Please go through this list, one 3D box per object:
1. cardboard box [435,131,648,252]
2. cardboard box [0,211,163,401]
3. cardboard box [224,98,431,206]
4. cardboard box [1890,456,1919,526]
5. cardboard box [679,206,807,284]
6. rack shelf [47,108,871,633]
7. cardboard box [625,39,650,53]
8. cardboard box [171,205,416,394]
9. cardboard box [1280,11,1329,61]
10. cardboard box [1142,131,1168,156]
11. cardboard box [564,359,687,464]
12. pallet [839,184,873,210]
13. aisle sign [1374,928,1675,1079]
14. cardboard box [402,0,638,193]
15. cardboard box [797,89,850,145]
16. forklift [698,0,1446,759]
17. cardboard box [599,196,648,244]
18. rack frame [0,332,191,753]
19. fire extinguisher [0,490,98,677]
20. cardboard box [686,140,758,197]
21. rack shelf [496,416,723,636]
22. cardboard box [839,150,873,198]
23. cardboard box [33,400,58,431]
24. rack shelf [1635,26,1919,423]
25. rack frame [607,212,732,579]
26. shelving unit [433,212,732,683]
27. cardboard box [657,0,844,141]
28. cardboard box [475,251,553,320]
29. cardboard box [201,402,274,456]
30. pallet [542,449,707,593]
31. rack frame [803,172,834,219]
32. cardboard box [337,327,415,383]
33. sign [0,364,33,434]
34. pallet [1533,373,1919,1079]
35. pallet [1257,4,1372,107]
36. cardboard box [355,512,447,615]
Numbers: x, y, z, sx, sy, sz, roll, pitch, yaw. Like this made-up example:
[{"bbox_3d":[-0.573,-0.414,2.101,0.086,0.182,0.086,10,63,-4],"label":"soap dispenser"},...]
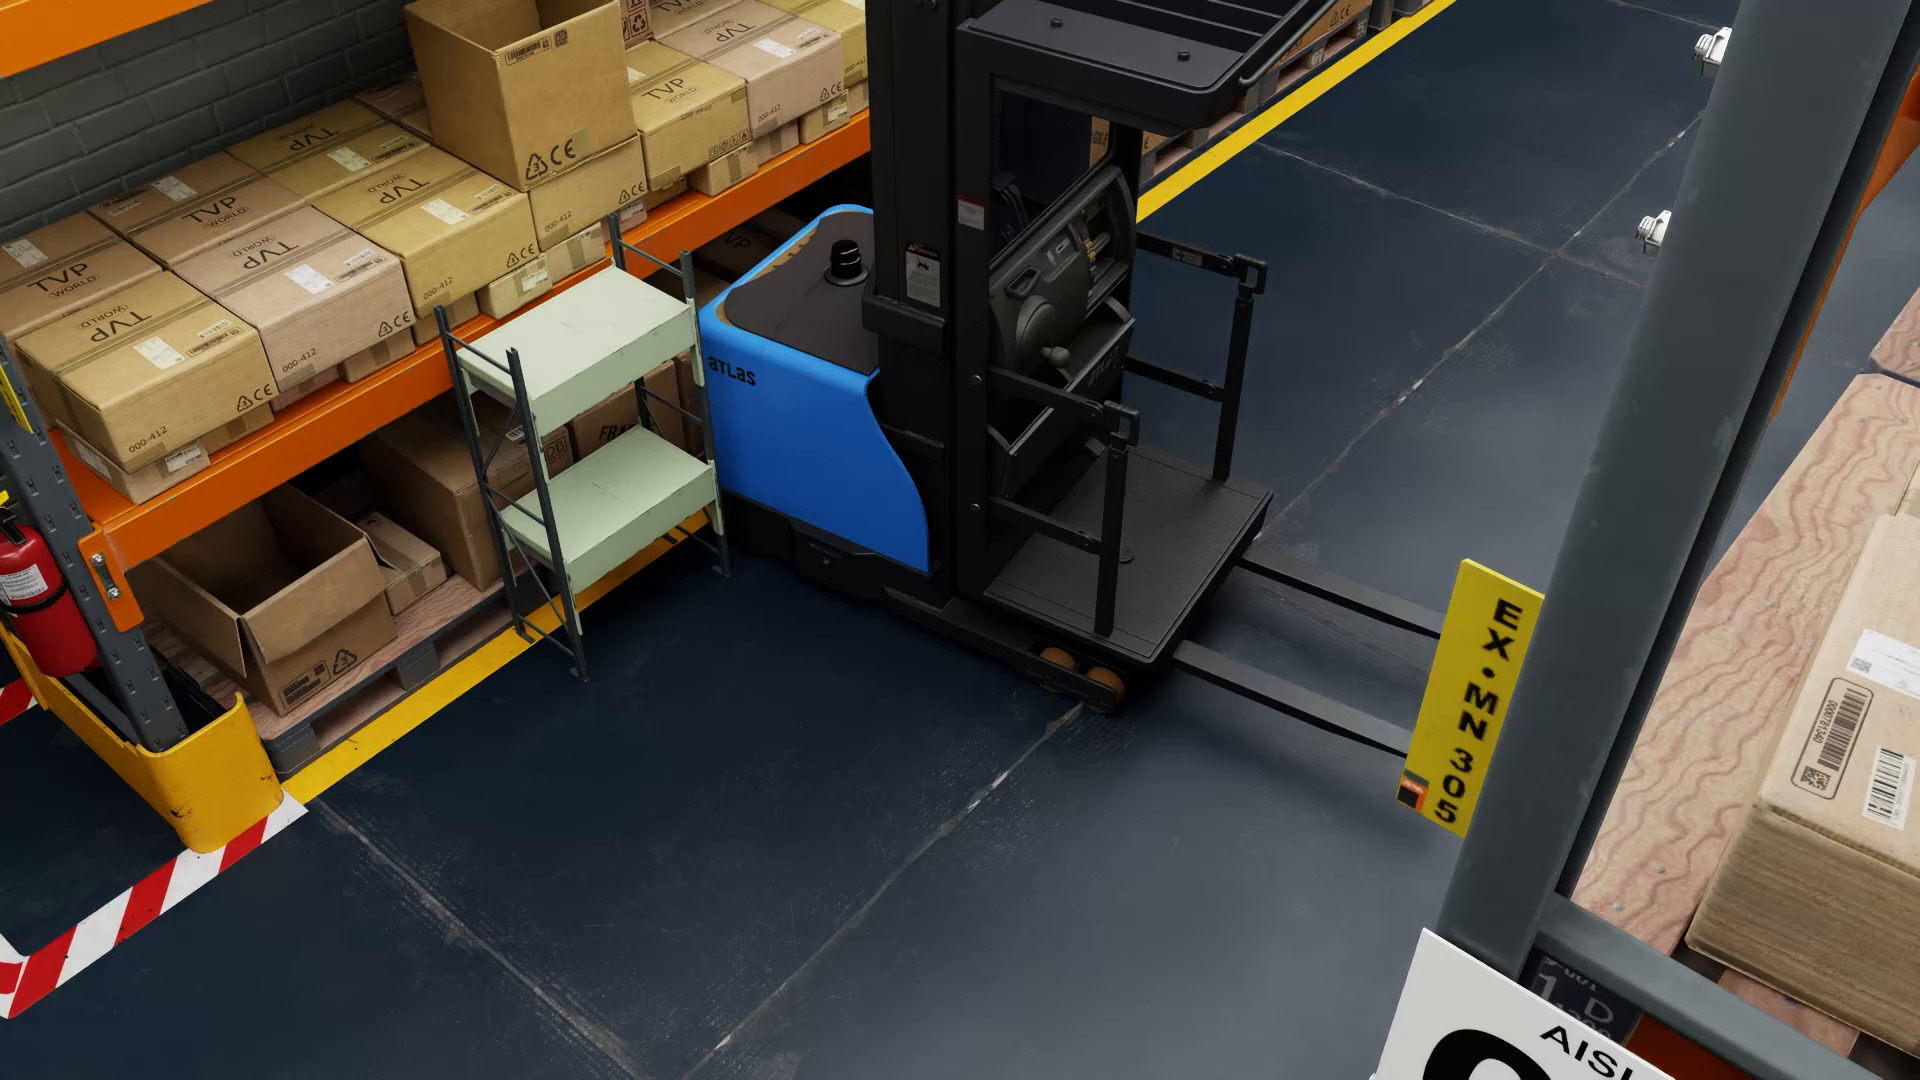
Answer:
[{"bbox_3d":[-1.465,-1.305,5.846,0.500,0.250,0.500,28,49,27],"label":"cardboard box"},{"bbox_3d":[-2.831,-0.745,5.231,0.500,0.250,0.500,31,51,30],"label":"cardboard box"},{"bbox_3d":[-2.176,-1.263,5.800,0.500,0.250,0.500,31,51,30],"label":"cardboard box"},{"bbox_3d":[1.307,0.078,2.006,0.380,0.149,0.250,26,48,26],"label":"cardboard box"},{"bbox_3d":[-0.955,-1.322,7.660,0.500,0.311,0.500,31,51,30],"label":"cardboard box"},{"bbox_3d":[-1.636,-1.103,6.268,1.077,0.370,4.000,29,50,28],"label":"rack shelf"},{"bbox_3d":[-1.526,-1.789,6.378,0.500,0.250,0.500,31,50,29],"label":"cardboard box"},{"bbox_3d":[-2.101,-0.770,5.258,0.500,0.250,0.500,30,50,29],"label":"cardboard box"},{"bbox_3d":[1.787,-3.125,9.503,0.500,0.500,0.500,29,50,28],"label":"cardboard box"},{"bbox_3d":[0.794,-2.315,8.612,0.500,0.500,0.500,28,49,27],"label":"cardboard box"},{"bbox_3d":[-1.461,-0.496,6.612,0.500,0.500,0.500,30,50,29],"label":"cardboard box"},{"bbox_3d":[0.145,-1.802,8.575,1.003,0.211,1.213,29,50,28],"label":"pallet"},{"bbox_3d":[0.594,0.749,1.764,0.394,0.787,0.004,29,50,28],"label":"aisle sign"},{"bbox_3d":[-1.460,-1.561,5.570,0.500,0.500,0.500,31,51,29],"label":"cardboard box"},{"bbox_3d":[-0.661,-1.745,6.626,0.380,0.149,0.250,31,51,29],"label":"cardboard box"},{"bbox_3d":[0.533,-0.868,5.526,3.031,2.935,1.130,22,47,22],"label":"forklift"},{"bbox_3d":[-1.368,-1.246,6.077,0.380,0.149,0.250,29,50,28],"label":"cardboard box"},{"bbox_3d":[-2.924,-0.339,4.893,1.000,3.000,0.127,29,50,28],"label":"rack frame"},{"bbox_3d":[-2.665,0.103,4.741,0.296,0.674,0.183,29,50,28],"label":"fire extinguisher"},{"bbox_3d":[-0.993,-1.478,6.332,0.380,0.149,0.250,29,50,28],"label":"cardboard box"},{"bbox_3d":[-1.300,-0.063,6.189,0.431,0.370,0.720,29,50,28],"label":"rack shelf"},{"bbox_3d":[-0.260,-2.010,8.277,0.500,0.500,0.500,29,50,28],"label":"cardboard box"},{"bbox_3d":[-2.916,-0.533,5.293,0.380,0.149,0.250,29,50,28],"label":"cardboard box"},{"bbox_3d":[2.165,-1.027,2.023,1.077,0.370,4.000,29,50,28],"label":"rack shelf"},{"bbox_3d":[-1.065,-0.493,6.177,0.400,1.500,0.023,29,50,28],"label":"rack frame"},{"bbox_3d":[-1.300,-0.304,5.969,0.431,1.500,0.755,29,50,28],"label":"shelving unit"},{"bbox_3d":[-0.801,-1.821,6.414,0.500,0.250,0.500,30,50,29],"label":"cardboard box"},{"bbox_3d":[-1.635,-0.939,5.739,0.380,0.149,0.250,28,49,27],"label":"cardboard box"},{"bbox_3d":[-2.374,-0.448,5.199,0.380,0.149,0.250,31,51,29],"label":"cardboard box"},{"bbox_3d":[-1.577,-0.383,7.014,1.003,0.211,1.213,29,50,28],"label":"pallet"},{"bbox_3d":[-0.349,-2.399,7.159,1.000,3.000,0.127,29,50,28],"label":"rack frame"},{"bbox_3d":[-2.022,-0.702,5.479,0.380,0.149,0.250,31,51,30],"label":"cardboard box"},{"bbox_3d":[-2.508,-0.425,4.344,0.100,0.325,0.005,29,50,28],"label":"sign"},{"bbox_3d":[1.347,0.344,1.978,1.003,0.211,1.213,29,50,28],"label":"pallet"},{"bbox_3d":[1.715,-3.059,9.957,1.003,0.211,1.213,29,50,28],"label":"pallet"},{"bbox_3d":[-2.154,0.084,6.234,0.380,0.149,0.250,28,49,27],"label":"cardboard box"}]
